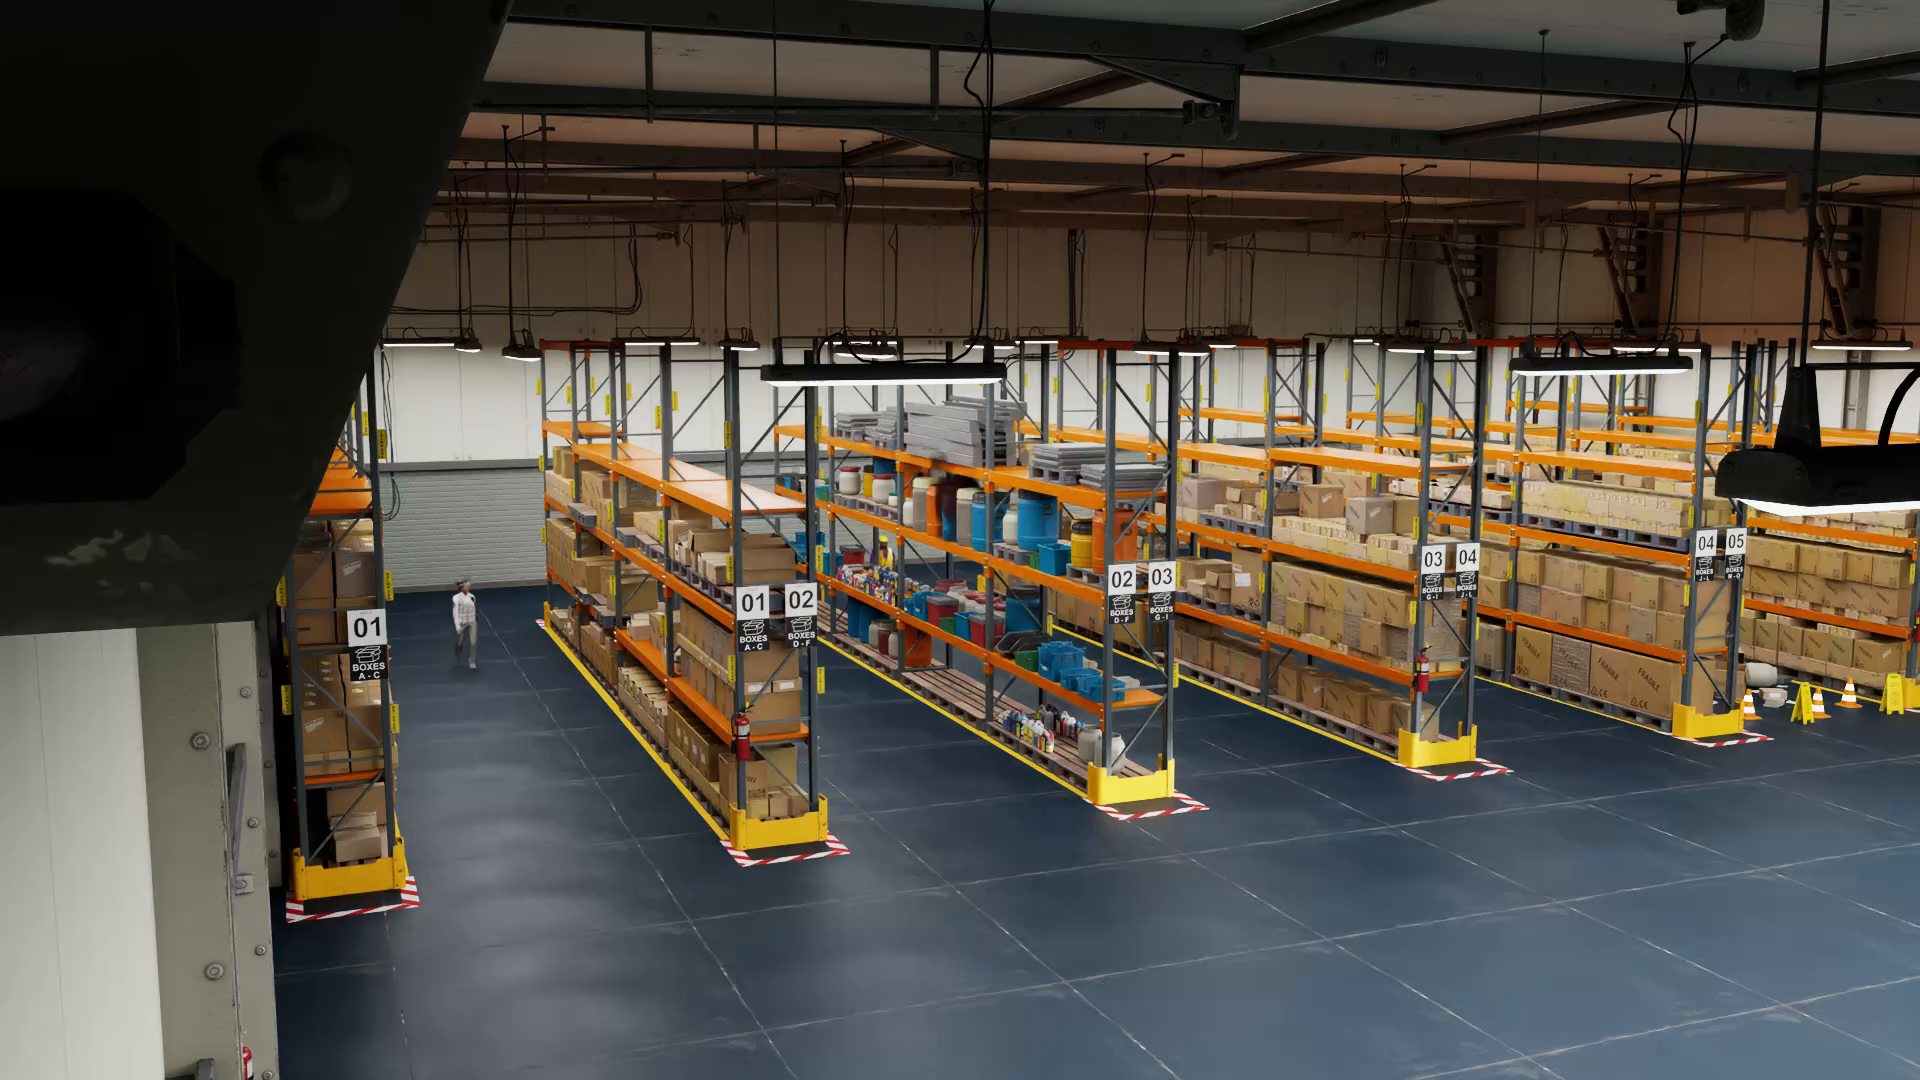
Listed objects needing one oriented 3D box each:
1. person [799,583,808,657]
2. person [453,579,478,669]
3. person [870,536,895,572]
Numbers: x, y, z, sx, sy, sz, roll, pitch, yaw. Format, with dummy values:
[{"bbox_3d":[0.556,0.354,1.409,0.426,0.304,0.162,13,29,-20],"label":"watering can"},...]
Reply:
[{"bbox_3d":[-3.004,1.533,30.408,0.458,1.593,0.928,-2,8,-16],"label":"person"},{"bbox_3d":[-9.119,1.518,30.653,0.459,1.654,0.707,-3,8,-24],"label":"person"},{"bbox_3d":[-1.650,0.763,36.284,0.659,1.724,1.042,-4,8,-26],"label":"person"}]
